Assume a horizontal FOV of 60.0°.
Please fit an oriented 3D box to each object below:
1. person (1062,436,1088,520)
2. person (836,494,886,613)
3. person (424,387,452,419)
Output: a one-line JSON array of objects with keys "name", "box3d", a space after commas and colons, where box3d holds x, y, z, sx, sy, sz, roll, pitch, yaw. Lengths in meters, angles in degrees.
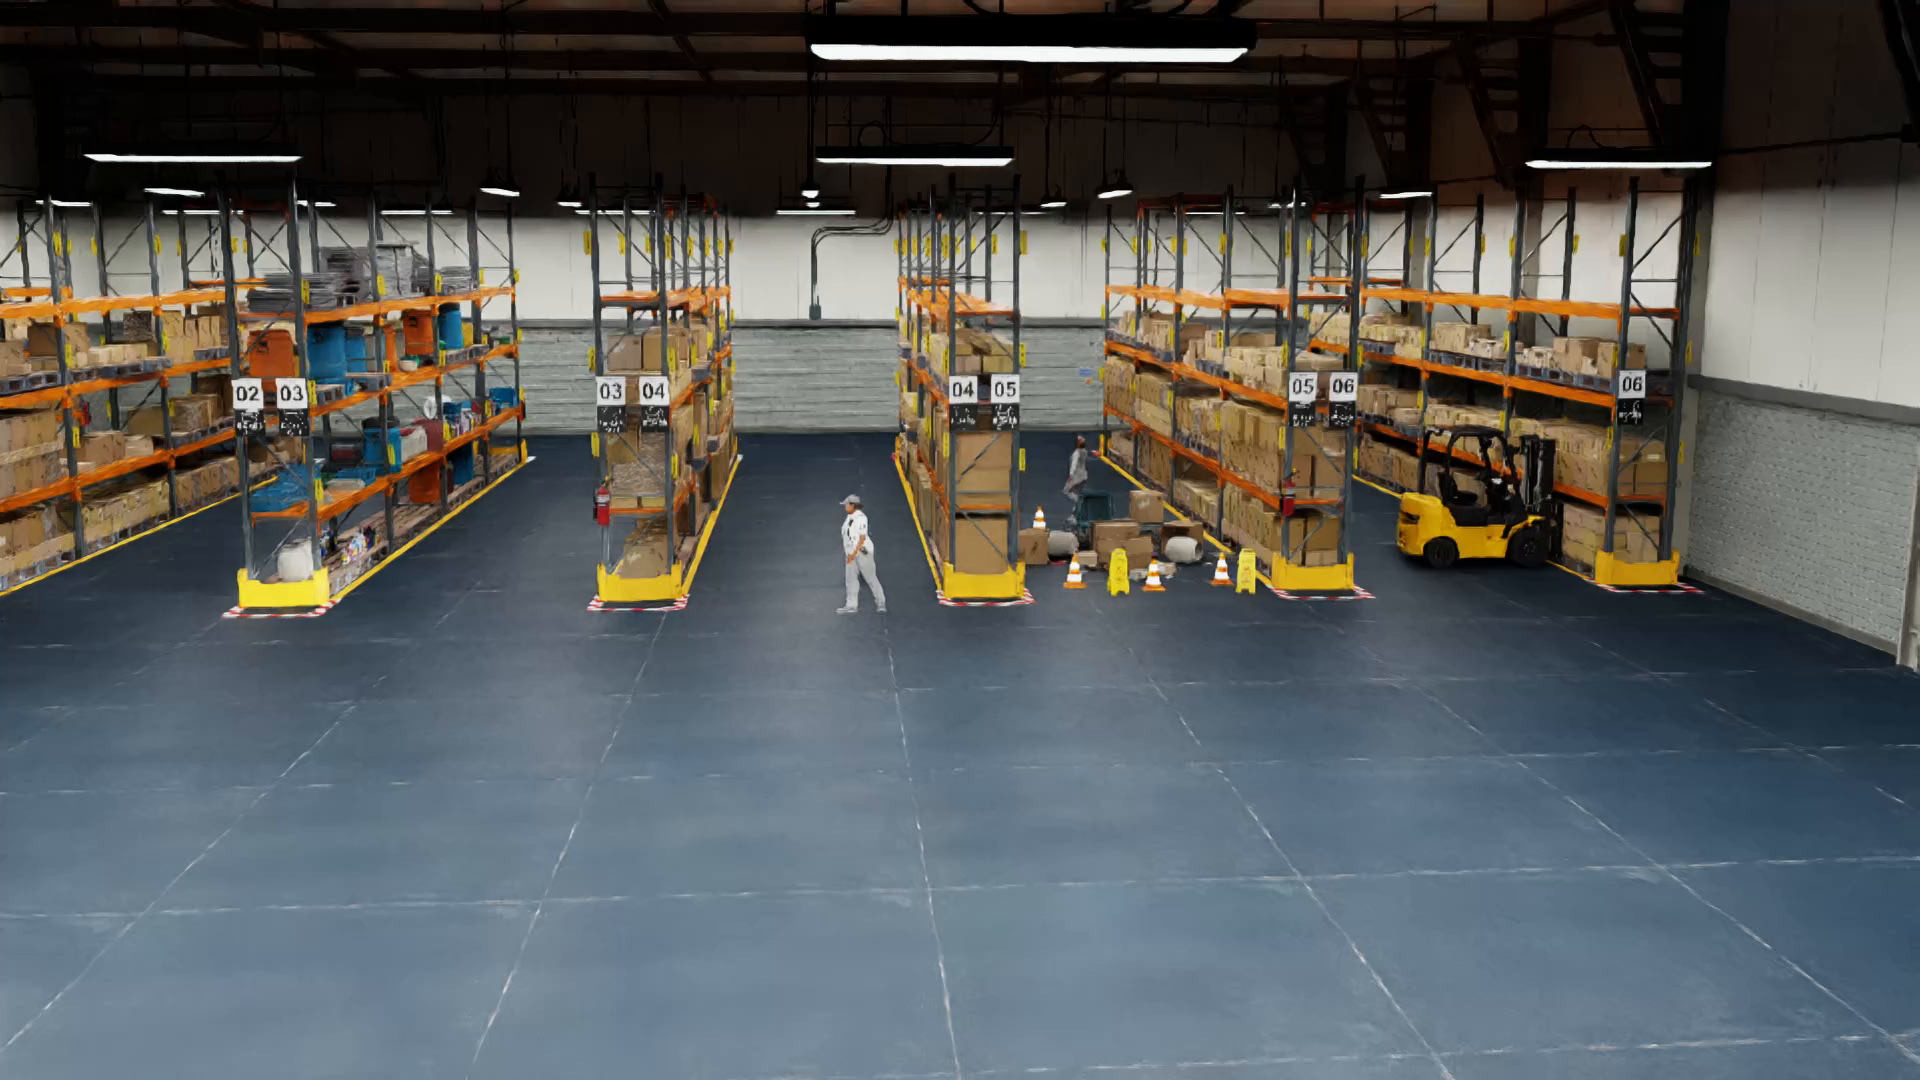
[{"name": "person", "box3d": [2.123, -1.122, 30.367, 0.515, 1.575, 0.529, 5, 11, 25]}, {"name": "person", "box3d": [-1.360, 0.187, 22.913, 0.685, 1.649, 0.518, -6, 12, -31]}, {"name": "person", "box3d": [-12.442, -2.831, 39.772, 0.727, 1.733, 0.544, -1, 10, -5]}]
